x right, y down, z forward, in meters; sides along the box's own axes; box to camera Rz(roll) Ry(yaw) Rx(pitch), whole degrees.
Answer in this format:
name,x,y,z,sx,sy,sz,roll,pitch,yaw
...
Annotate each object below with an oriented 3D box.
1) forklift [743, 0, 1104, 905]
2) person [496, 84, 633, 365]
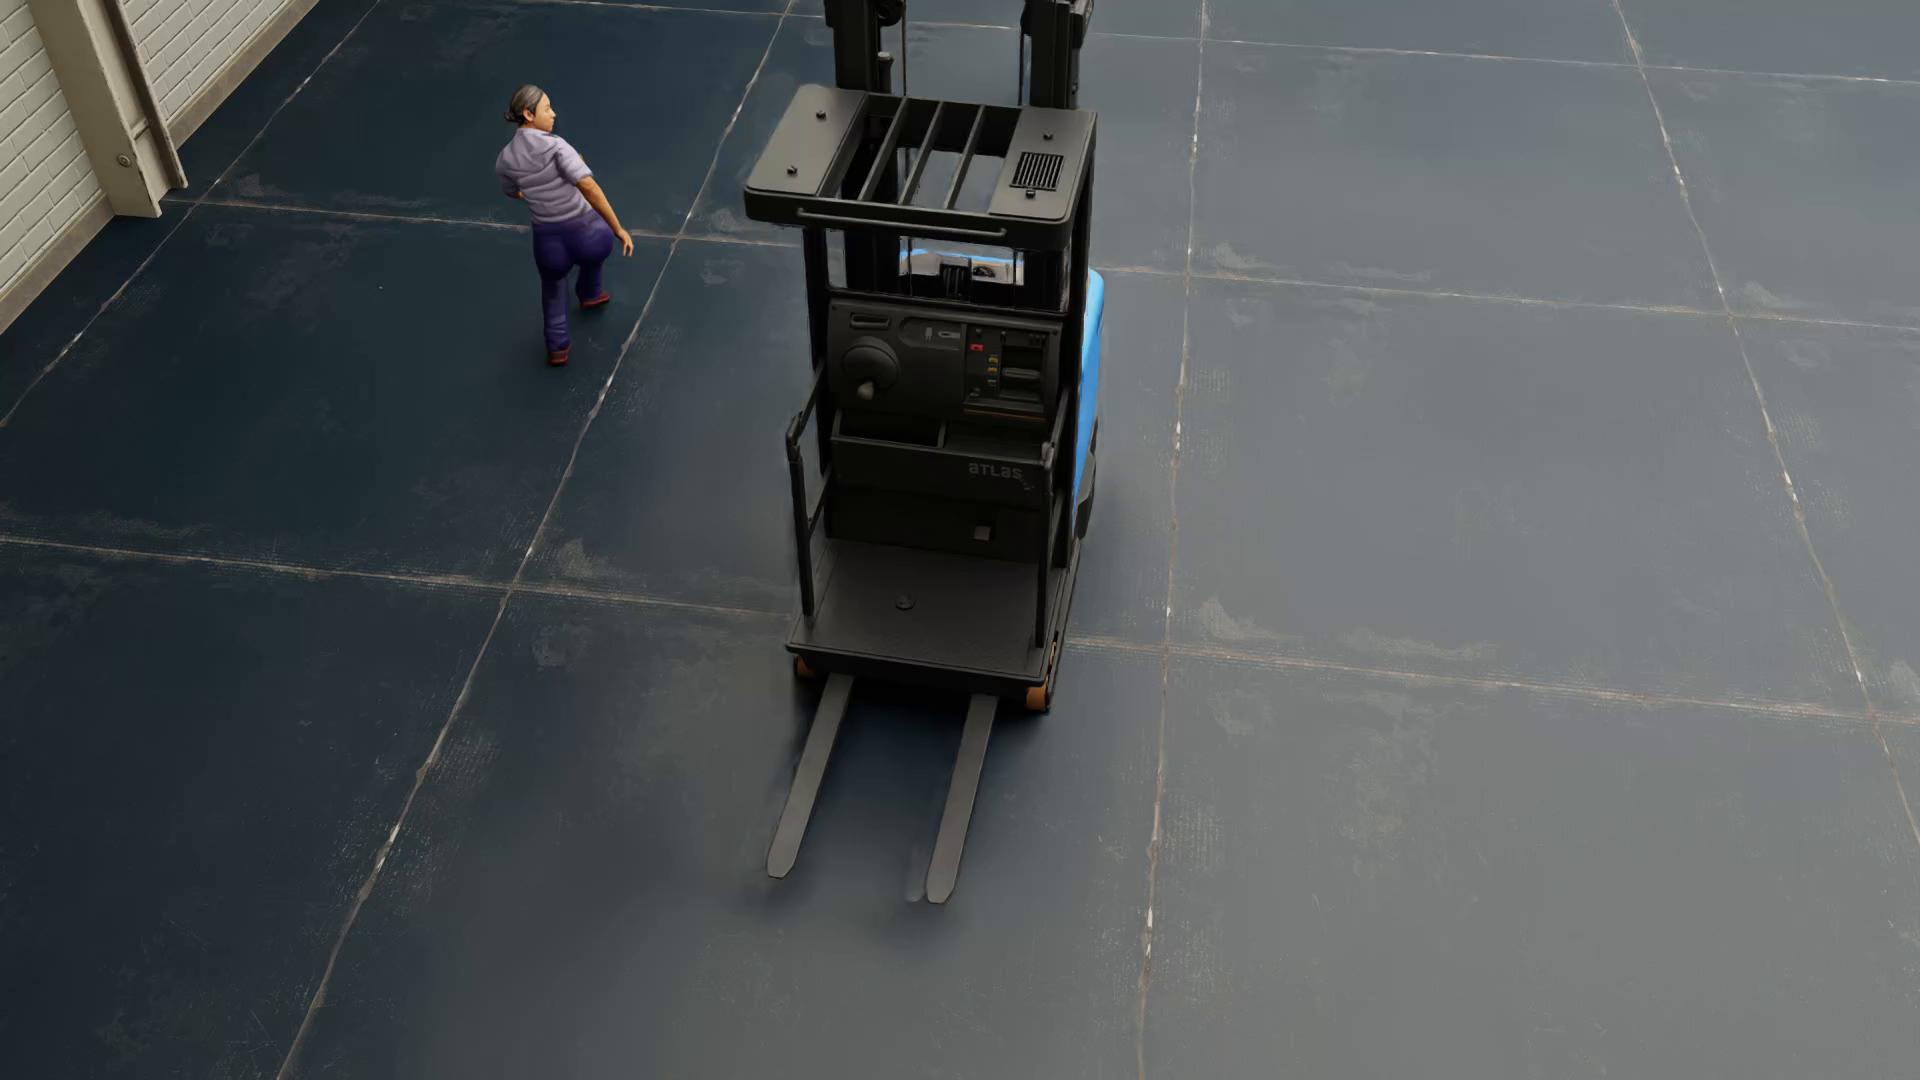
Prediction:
name,x,y,z,sx,sy,sz,roll,pitch,yaw
forklift,-0.105,-0.626,6.405,1.130,2.935,3.031,7,43,8
person,-2.002,-1.672,8.647,0.703,1.473,0.729,0,43,0
